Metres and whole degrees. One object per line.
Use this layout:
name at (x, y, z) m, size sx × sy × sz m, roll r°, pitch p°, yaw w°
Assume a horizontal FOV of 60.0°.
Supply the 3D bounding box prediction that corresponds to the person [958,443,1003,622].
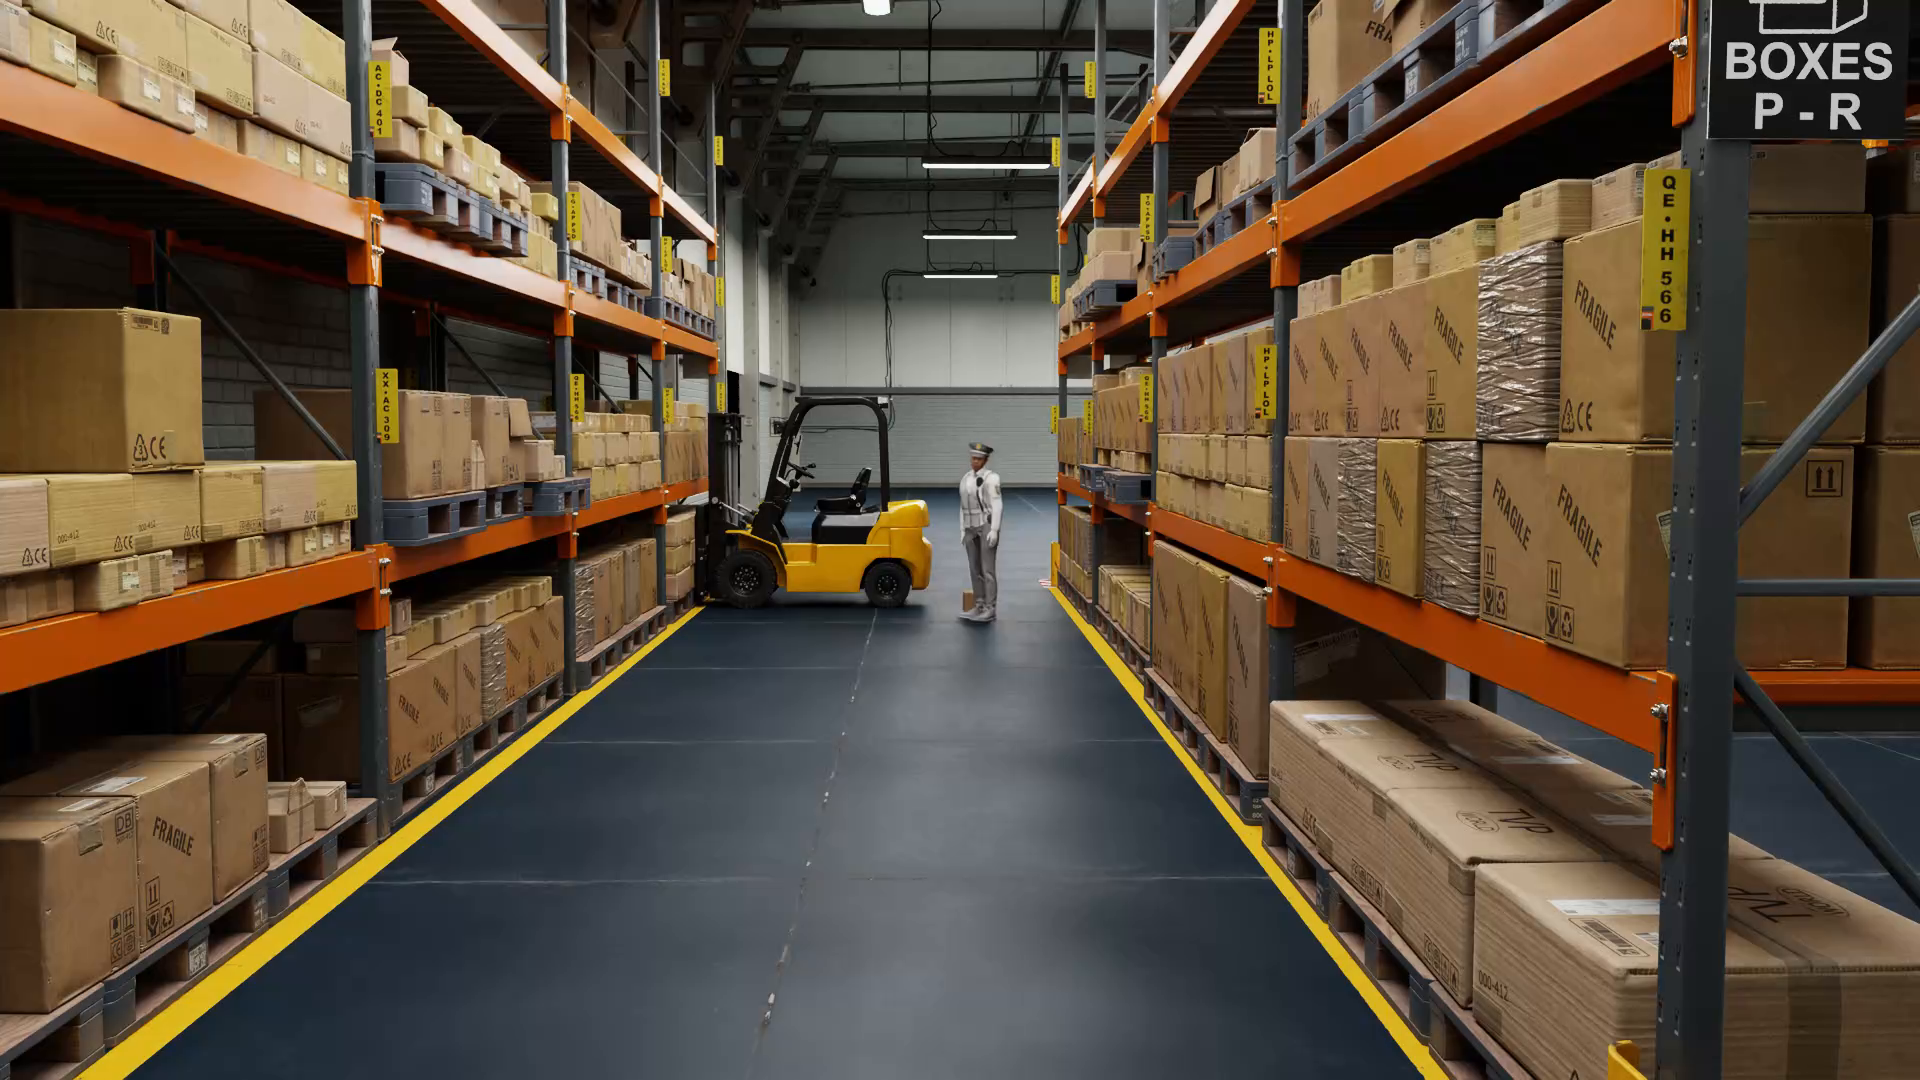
person at (0.177, -0.076, 15.660) m, size 0.405 × 1.679 × 0.528 m, roll -3°, pitch 5°, yaw -42°
